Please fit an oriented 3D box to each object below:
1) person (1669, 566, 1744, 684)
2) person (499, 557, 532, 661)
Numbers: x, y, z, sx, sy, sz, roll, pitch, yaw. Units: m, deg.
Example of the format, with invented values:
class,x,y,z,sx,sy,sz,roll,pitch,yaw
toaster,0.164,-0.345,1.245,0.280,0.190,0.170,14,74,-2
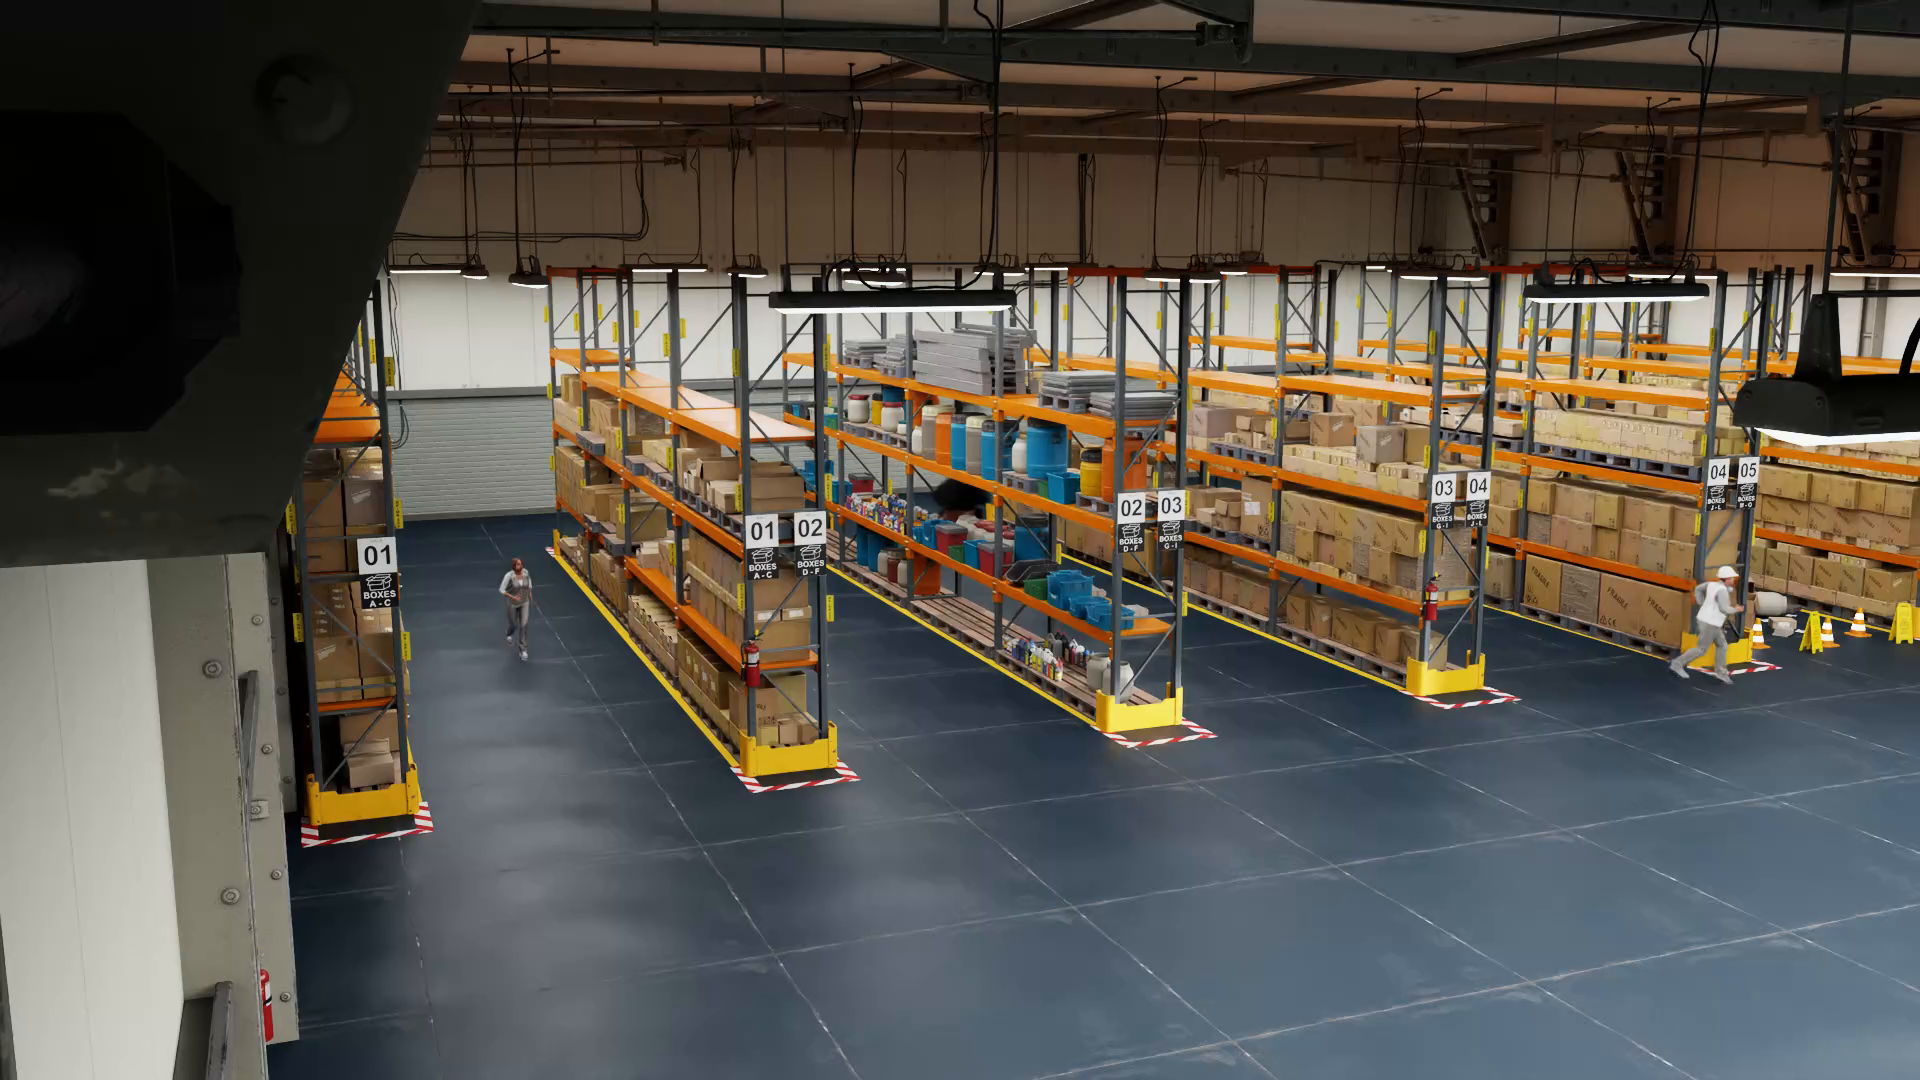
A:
class,x,y,z,sx,sy,sz,roll,pitch,yaw
person,11.006,1.263,24.500,0.962,1.803,0.689,2,10,10
person,-6.962,1.089,26.143,0.564,1.485,0.921,-7,12,-34
